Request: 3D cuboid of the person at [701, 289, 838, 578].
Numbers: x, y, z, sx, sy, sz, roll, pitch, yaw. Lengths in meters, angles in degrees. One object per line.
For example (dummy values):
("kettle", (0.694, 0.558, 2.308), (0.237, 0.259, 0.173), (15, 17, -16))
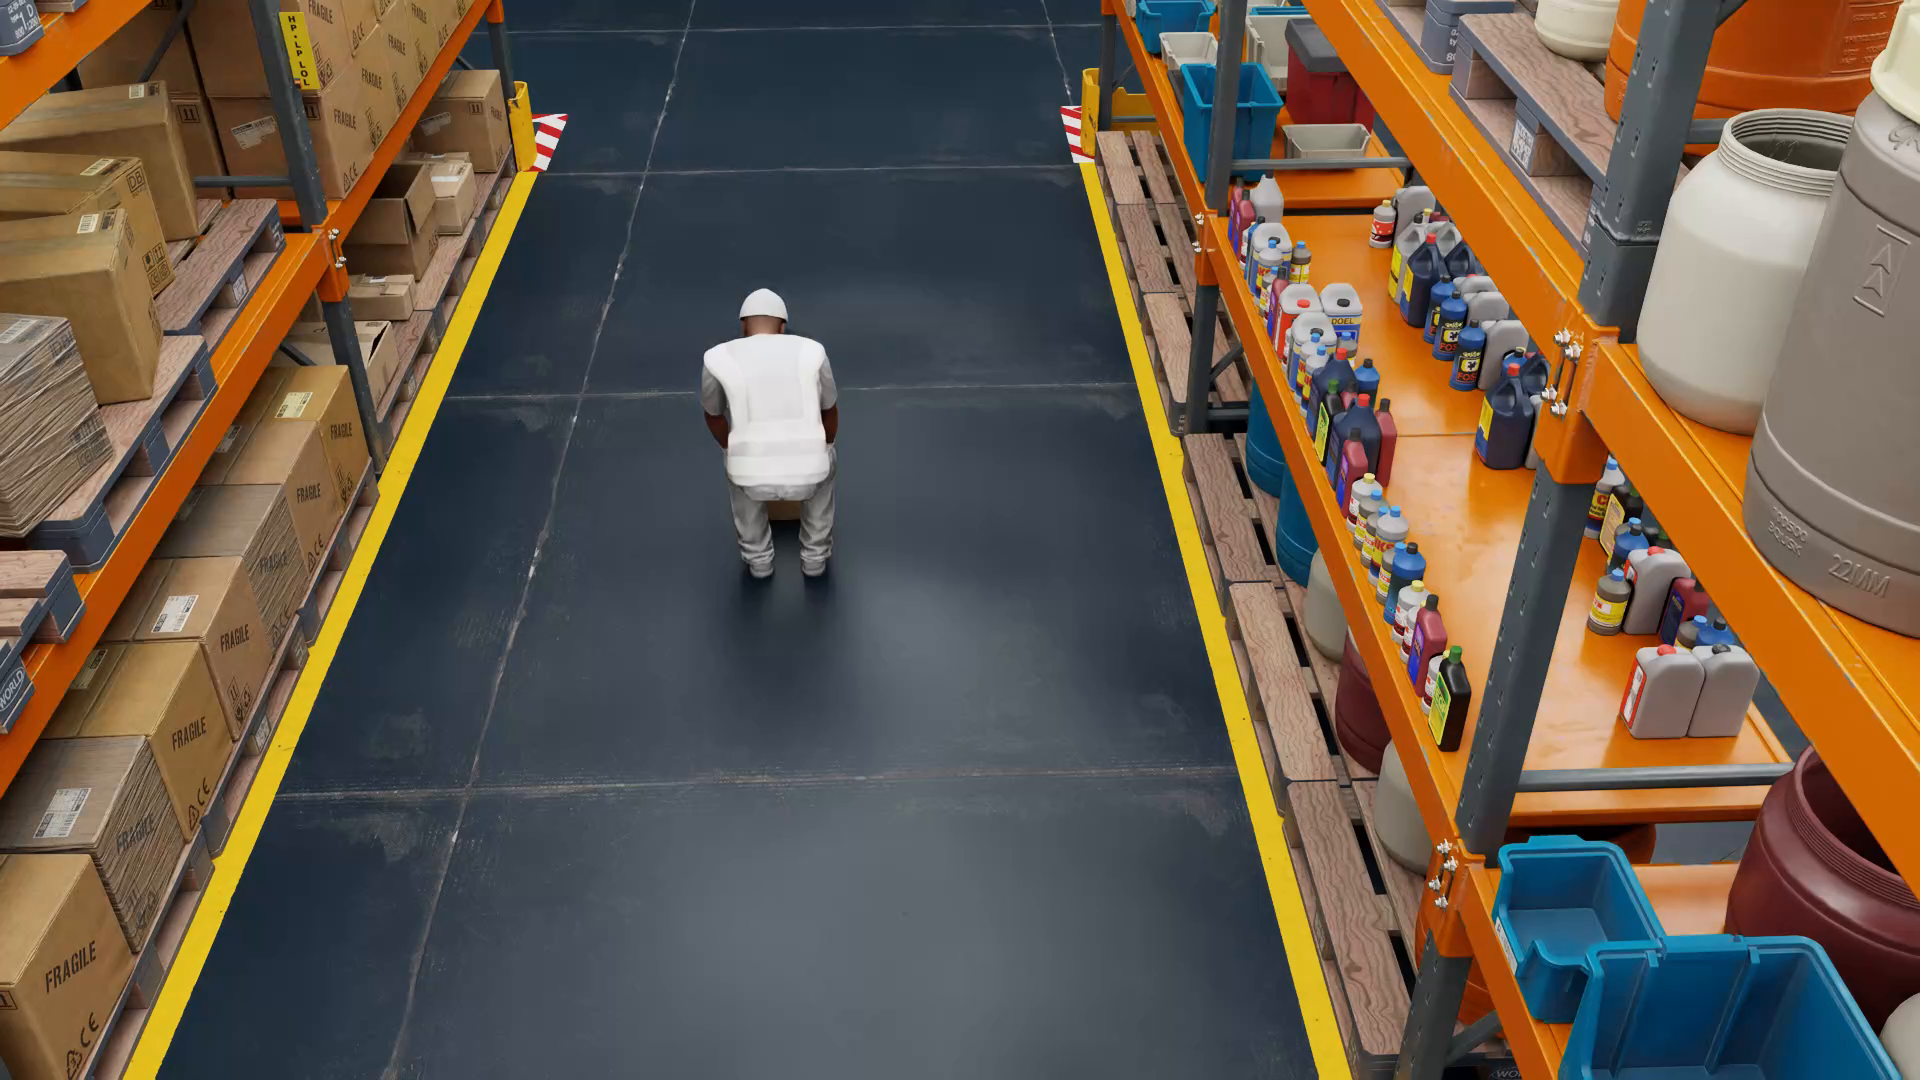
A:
("person", (-0.829, -0.412, 7.257), (0.596, 1.168, 0.859), (-2, 35, -2))
